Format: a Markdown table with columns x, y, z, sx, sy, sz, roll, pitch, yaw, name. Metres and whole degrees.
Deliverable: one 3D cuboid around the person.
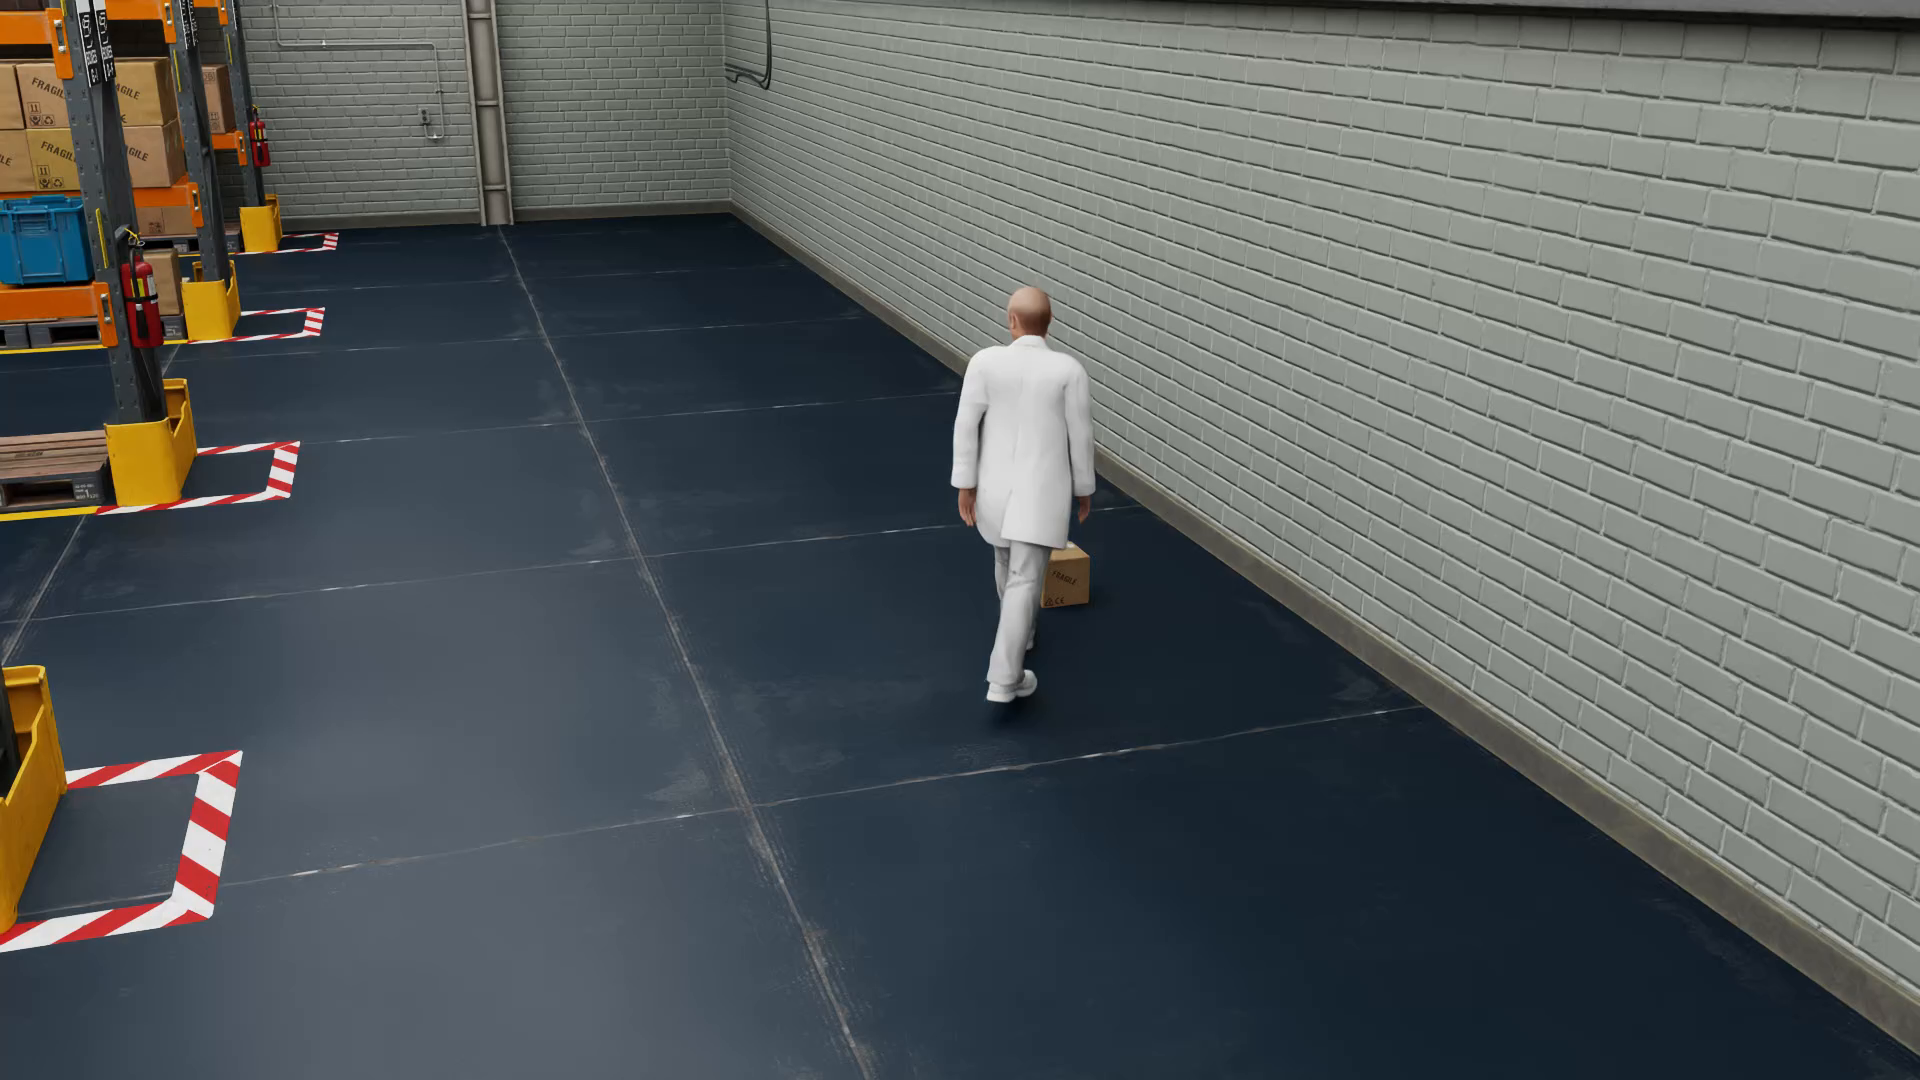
| x | y | z | sx | sy | sz | roll | pitch | yaw | name |
| --- | --- | --- | --- | --- | --- | --- | --- | --- | --- |
| 0.287 | -0.179 | 7.268 | 0.597 | 1.606 | 1.068 | 7 | 20 | 20 | person |
